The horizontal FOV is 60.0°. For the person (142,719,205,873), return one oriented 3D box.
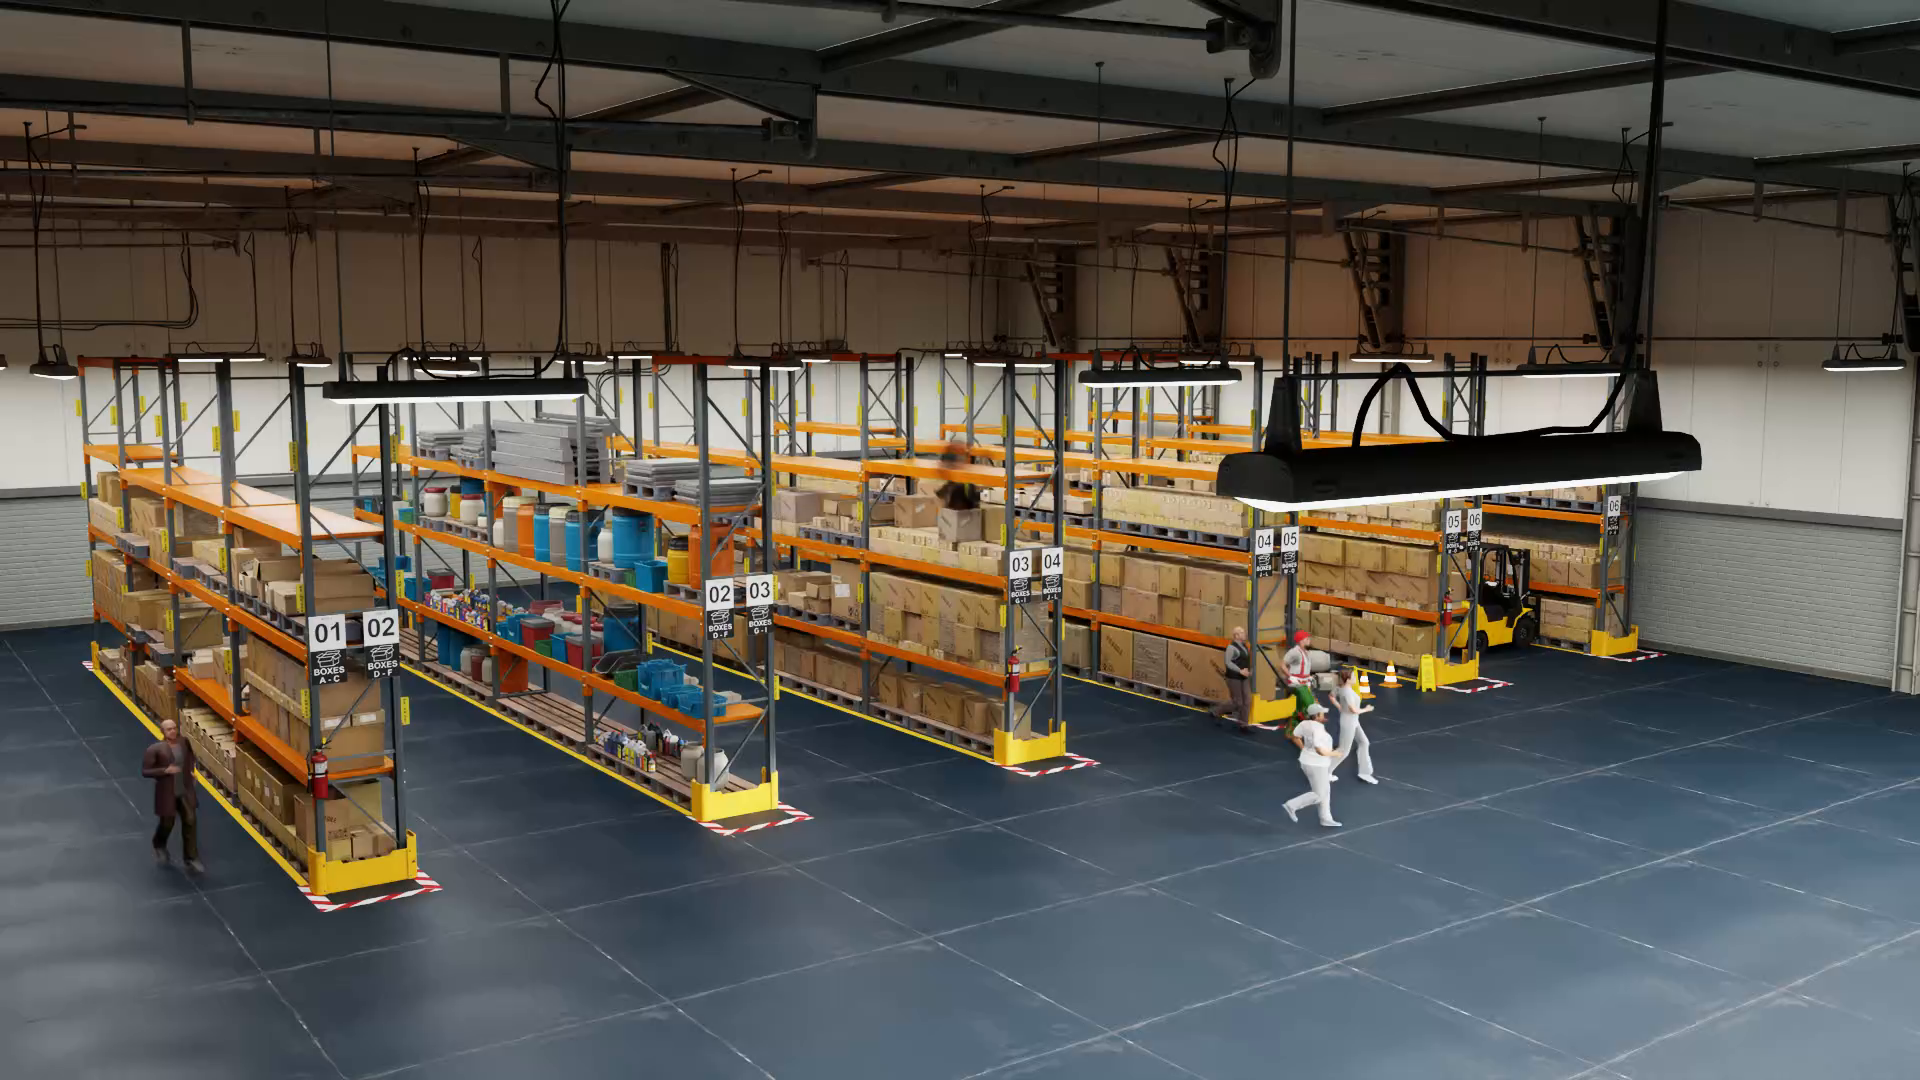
[{"bbox_3d":[-9.365,3.020,19.815,1.000,1.785,0.708,6,9,41],"label":"person"}]

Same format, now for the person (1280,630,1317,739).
[{"bbox_3d":[5.389,2.291,26.167,0.574,1.742,0.679,4,8,32],"label":"person"}]

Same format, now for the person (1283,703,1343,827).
[{"bbox_3d":[4.554,2.924,21.463,0.849,1.659,0.607,-1,7,-10],"label":"person"}]

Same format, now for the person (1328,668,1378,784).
[{"bbox_3d":[5.524,2.651,23.635,0.886,1.689,0.569,1,7,6],"label":"person"}]

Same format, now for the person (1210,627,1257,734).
[{"bbox_3d":[4.439,2.246,26.814,0.771,1.723,0.685,5,8,34],"label":"person"}]
